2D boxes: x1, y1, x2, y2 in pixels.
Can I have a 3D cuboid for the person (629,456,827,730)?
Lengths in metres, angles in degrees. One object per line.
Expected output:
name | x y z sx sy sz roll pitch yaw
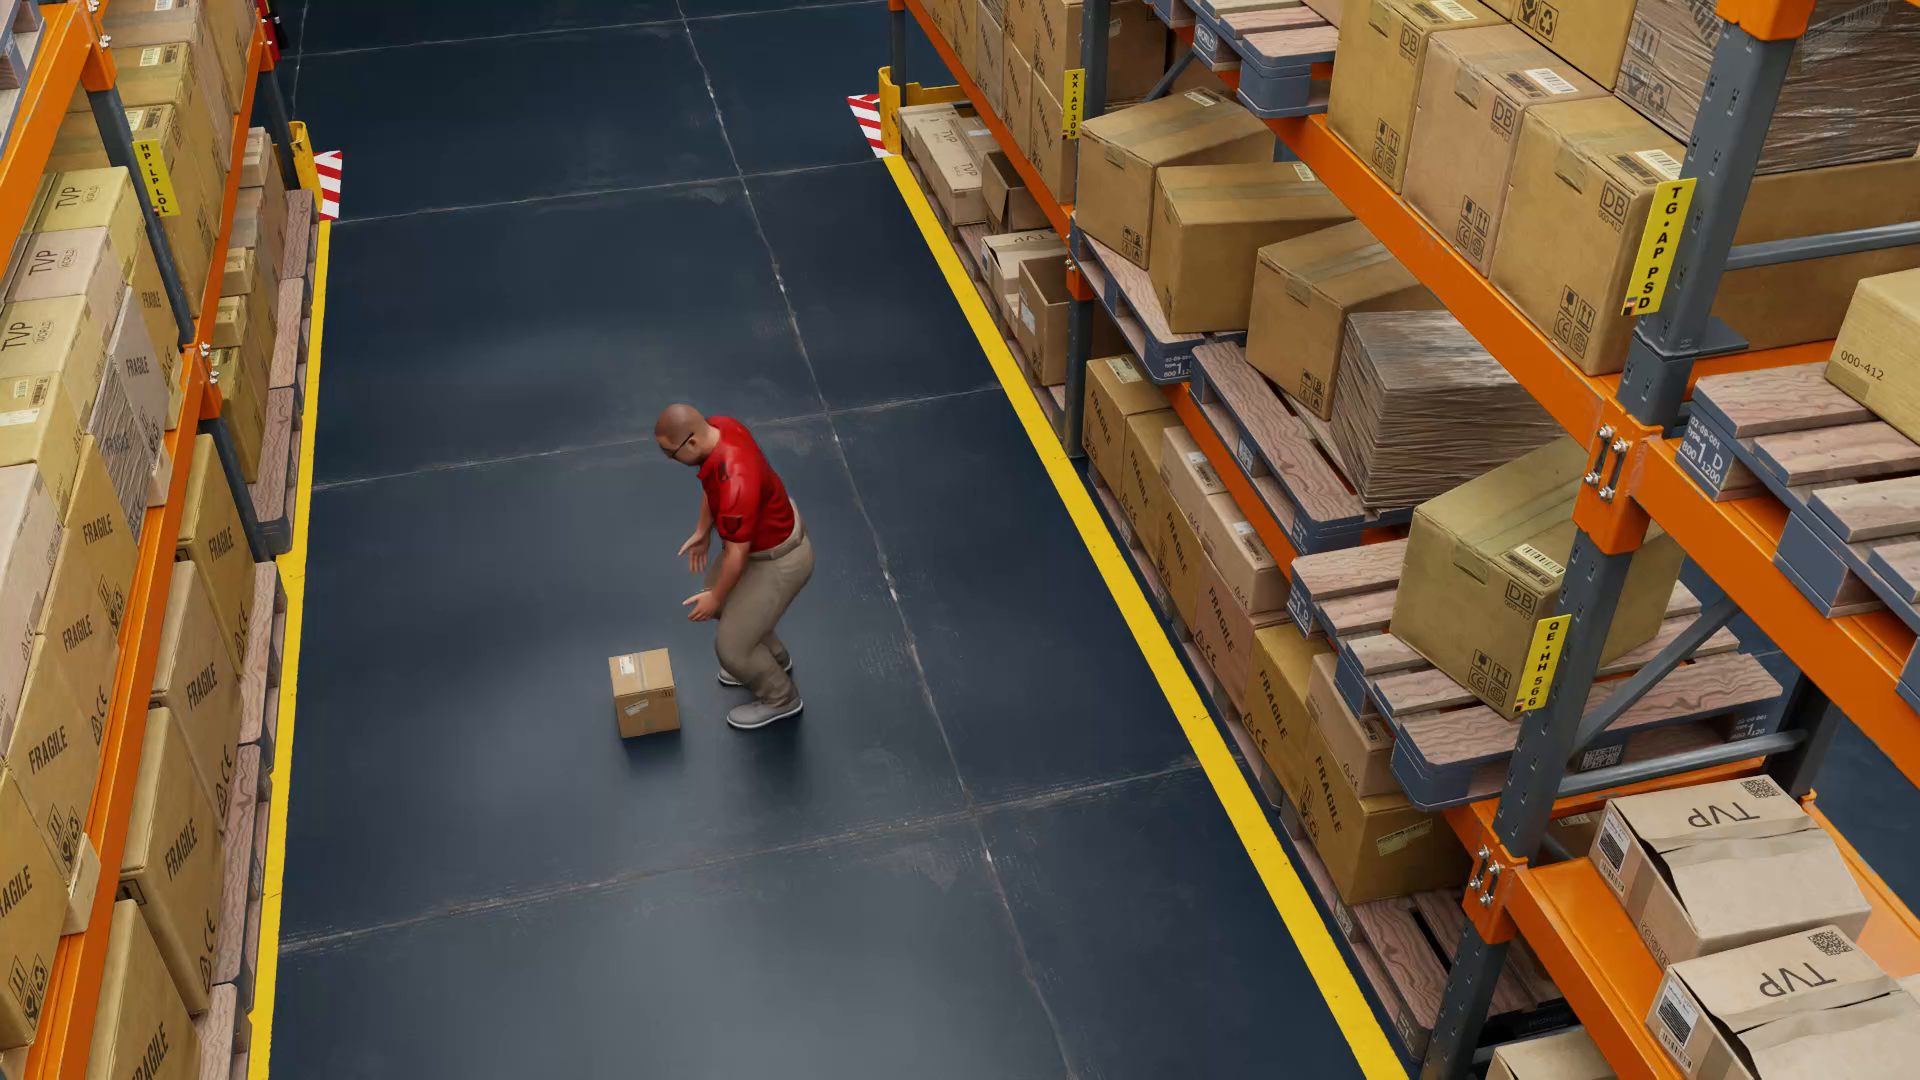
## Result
person | -0.916 0.176 6.817 0.741 1.349 0.590 -9 39 -12
